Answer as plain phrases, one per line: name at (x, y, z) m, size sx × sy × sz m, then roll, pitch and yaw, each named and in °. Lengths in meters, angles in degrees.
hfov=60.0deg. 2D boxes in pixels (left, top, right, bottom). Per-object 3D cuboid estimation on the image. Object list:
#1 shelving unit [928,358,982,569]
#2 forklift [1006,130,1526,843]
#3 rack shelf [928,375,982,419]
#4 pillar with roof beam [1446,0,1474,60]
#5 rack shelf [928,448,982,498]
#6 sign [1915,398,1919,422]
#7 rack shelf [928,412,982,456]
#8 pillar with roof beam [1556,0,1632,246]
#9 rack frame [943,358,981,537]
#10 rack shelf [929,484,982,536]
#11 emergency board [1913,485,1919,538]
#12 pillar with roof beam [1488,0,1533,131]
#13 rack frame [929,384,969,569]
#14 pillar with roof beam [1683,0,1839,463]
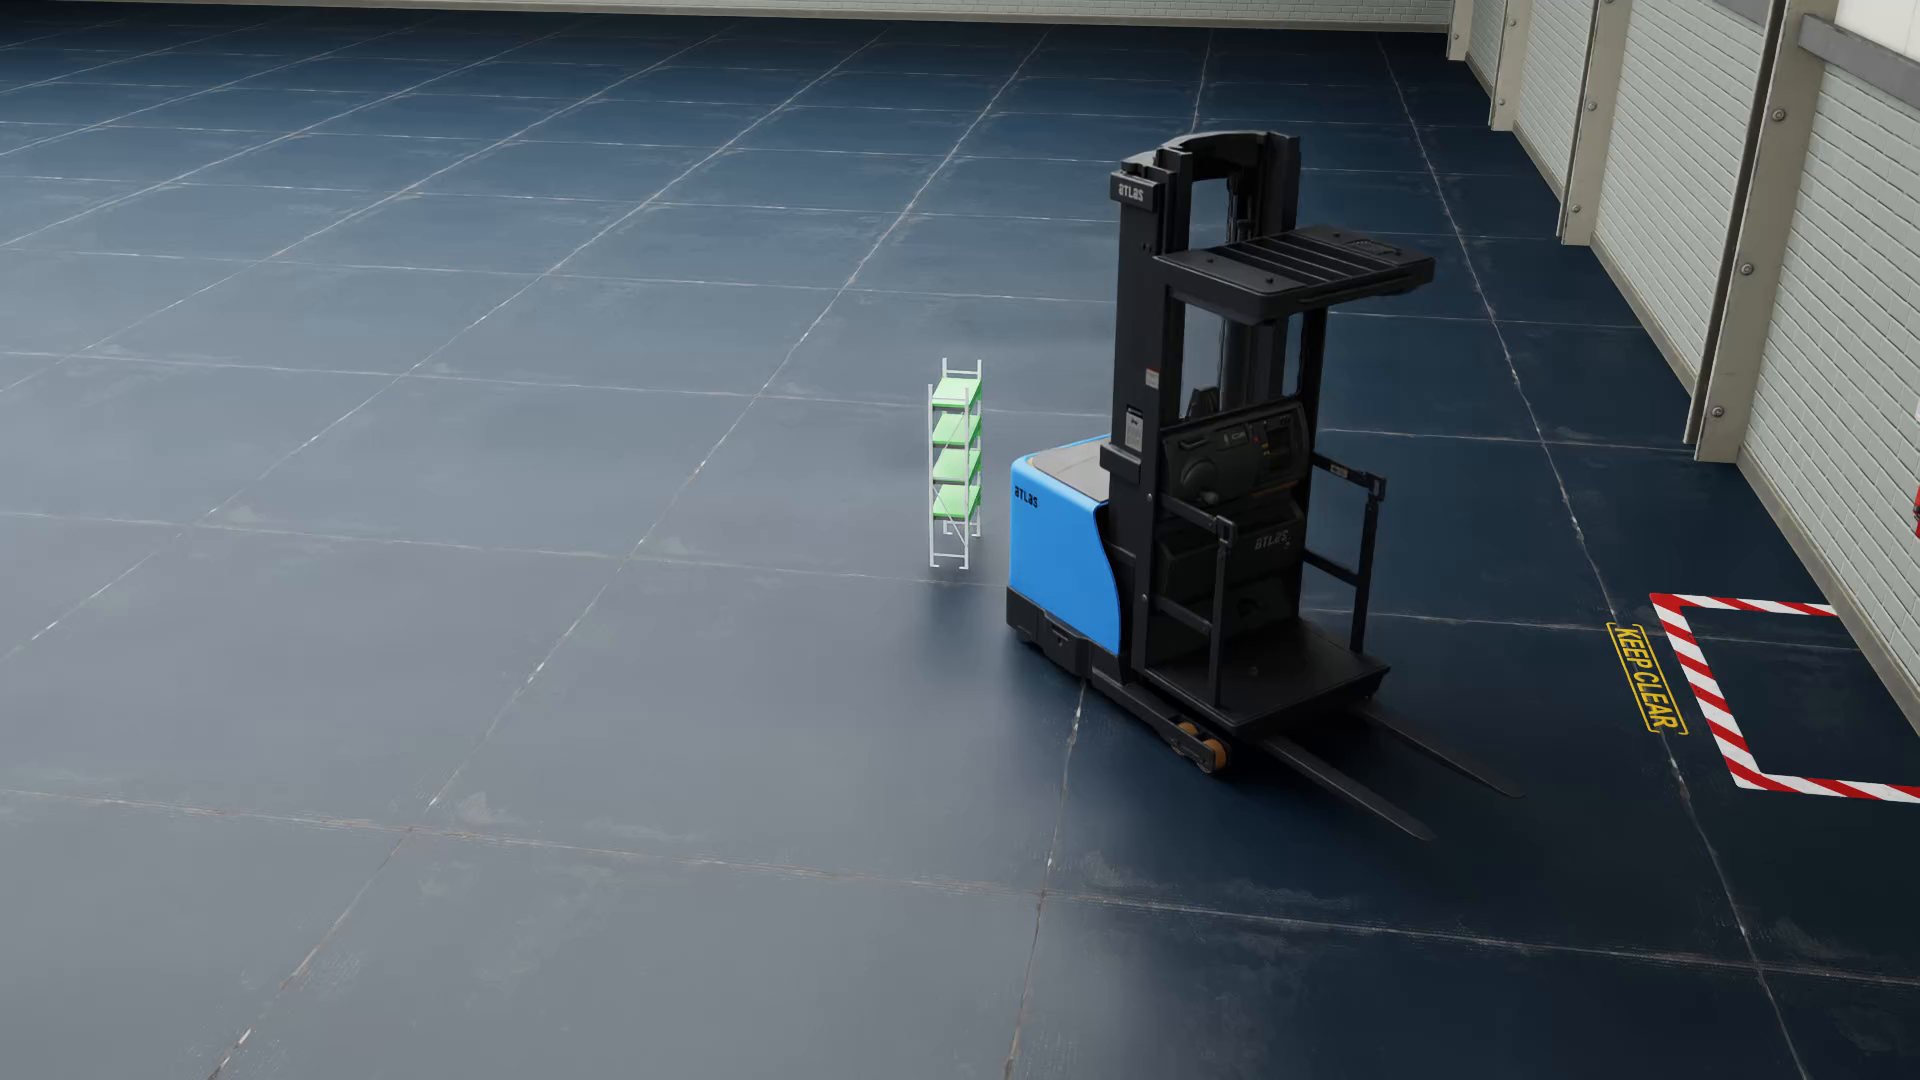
shelving unit at (-0.027, -0.474, 10.348) m, size 0.258 × 1.200 × 0.503 m, roll 4°, pitch 25°, yaw 9°
forklift at (1.503, -0.399, 8.146) m, size 1.130 × 2.935 × 3.031 m, roll -16°, pitch 29°, yaw -30°
rack shelf at (-0.027, -0.851, 10.171) m, size 0.258 × 0.148 × 0.480 m, roll 4°, pitch 25°, yaw 9°
pillar with roof beam at (4.173, -12.544, 26.934) m, size 9.100 × 9.000 × 0.400 m, roll 4°, pitch 25°, yaw 9°
rack shelf at (-0.027, -0.416, 10.375) m, size 0.258 × 0.148 × 0.480 m, roll 4°, pitch 25°, yaw 9°
sign at (5.132, -0.762, 8.798) m, size 0.001 × 0.329 × 0.234 m, roll 4°, pitch 25°, yaw 9°
rack shelf at (-0.027, -0.634, 10.273) m, size 0.258 × 0.148 × 0.480 m, roll 4°, pitch 25°, yaw 9°
pillar with roof beam at (2.212, -7.525, 16.212) m, size 9.100 × 9.000 × 0.400 m, roll 4°, pitch 25°, yaw 9°
rack frame at (0.013, -0.576, 10.566) m, size 0.240 × 1.200 × 0.015 m, roll 4°, pitch 25°, yaw 9°
rack shelf at (-0.027, -0.199, 10.477) m, size 0.258 × 0.148 × 0.480 m, roll 4°, pitch 25°, yaw 9°
emergency board at (4.940, -0.522, 8.327) m, size 0.194 × 1.169 × 0.643 m, roll 4°, pitch 25°, yaw 9°
pillar with roof beam at (3.193, -10.035, 21.573) m, size 9.100 × 9.000 × 0.400 m, roll 4°, pitch 25°, yaw 9°
rack frame at (-0.067, -0.372, 10.130) m, size 0.240 × 1.200 × 0.015 m, roll 4°, pitch 25°, yaw 9°
pillar with roof beam at (1.232, -5.016, 10.851) m, size 9.100 × 9.000 × 0.400 m, roll 4°, pitch 25°, yaw 9°
